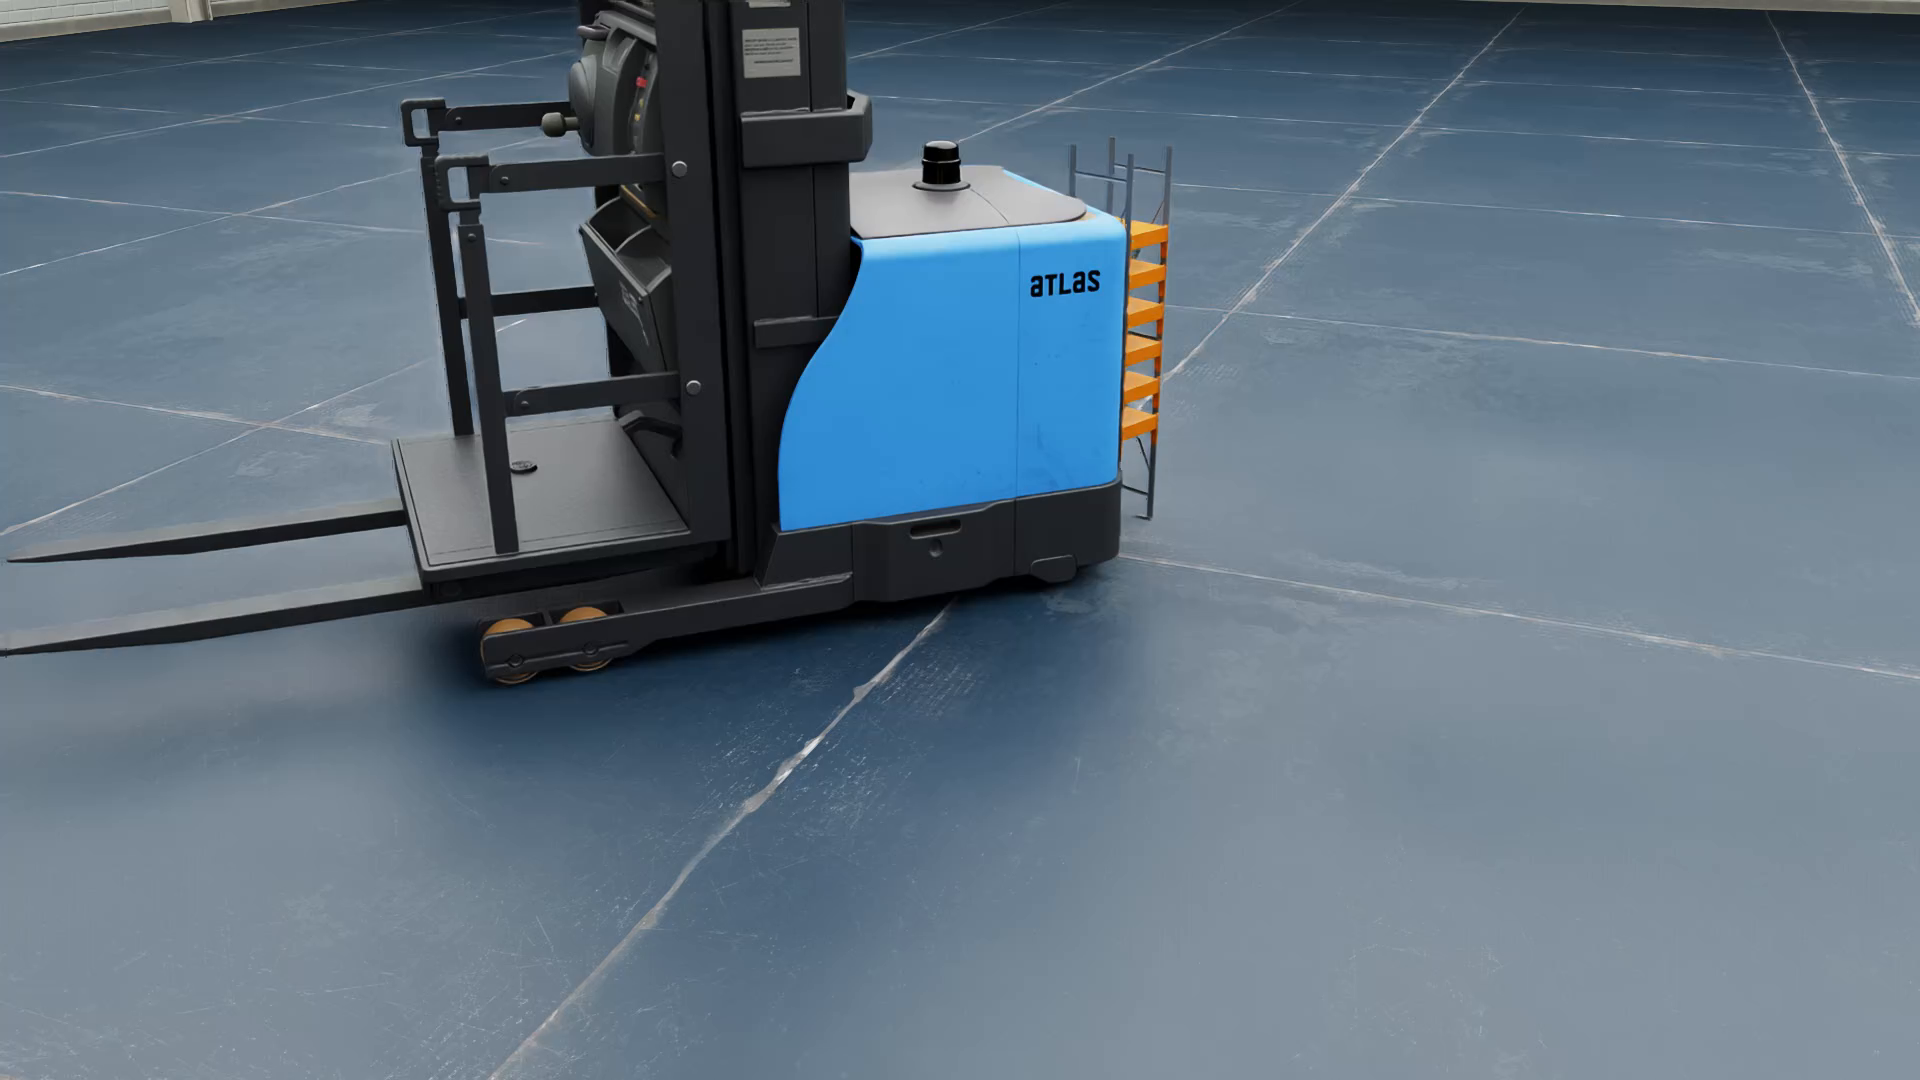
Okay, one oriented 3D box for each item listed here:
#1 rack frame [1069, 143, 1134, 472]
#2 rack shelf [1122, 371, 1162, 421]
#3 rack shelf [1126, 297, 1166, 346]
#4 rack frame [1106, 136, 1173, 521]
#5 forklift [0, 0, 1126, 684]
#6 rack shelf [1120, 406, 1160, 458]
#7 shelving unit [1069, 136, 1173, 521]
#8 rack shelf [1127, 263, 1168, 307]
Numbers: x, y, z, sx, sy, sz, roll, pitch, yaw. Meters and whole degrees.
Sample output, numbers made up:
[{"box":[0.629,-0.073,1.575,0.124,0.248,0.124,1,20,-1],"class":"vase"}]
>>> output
[{"box":[0.414,-0.599,5.124,0.240,1.200,0.006,21,31,40],"class":"rack frame"},{"box":[0.477,-0.473,5.249,0.258,0.103,0.180,21,31,40],"class":"rack shelf"},{"box":[0.478,-0.694,5.155,0.258,0.103,0.180,21,31,40],"class":"rack shelf"},{"box":[0.542,-0.649,5.245,0.240,1.200,0.006,21,31,40],"class":"rack frame"},{"box":[-1.093,-1.166,4.353,3.031,2.843,1.129,-9,24,-20],"class":"forklift"},{"box":[0.477,-0.362,5.295,0.258,0.103,0.180,21,31,40],"class":"rack shelf"},{"box":[0.478,-0.624,5.184,0.258,1.200,0.189,21,31,40],"class":"shelving unit"},{"box":[0.479,-0.804,5.108,0.258,0.103,0.180,21,31,40],"class":"rack shelf"}]
